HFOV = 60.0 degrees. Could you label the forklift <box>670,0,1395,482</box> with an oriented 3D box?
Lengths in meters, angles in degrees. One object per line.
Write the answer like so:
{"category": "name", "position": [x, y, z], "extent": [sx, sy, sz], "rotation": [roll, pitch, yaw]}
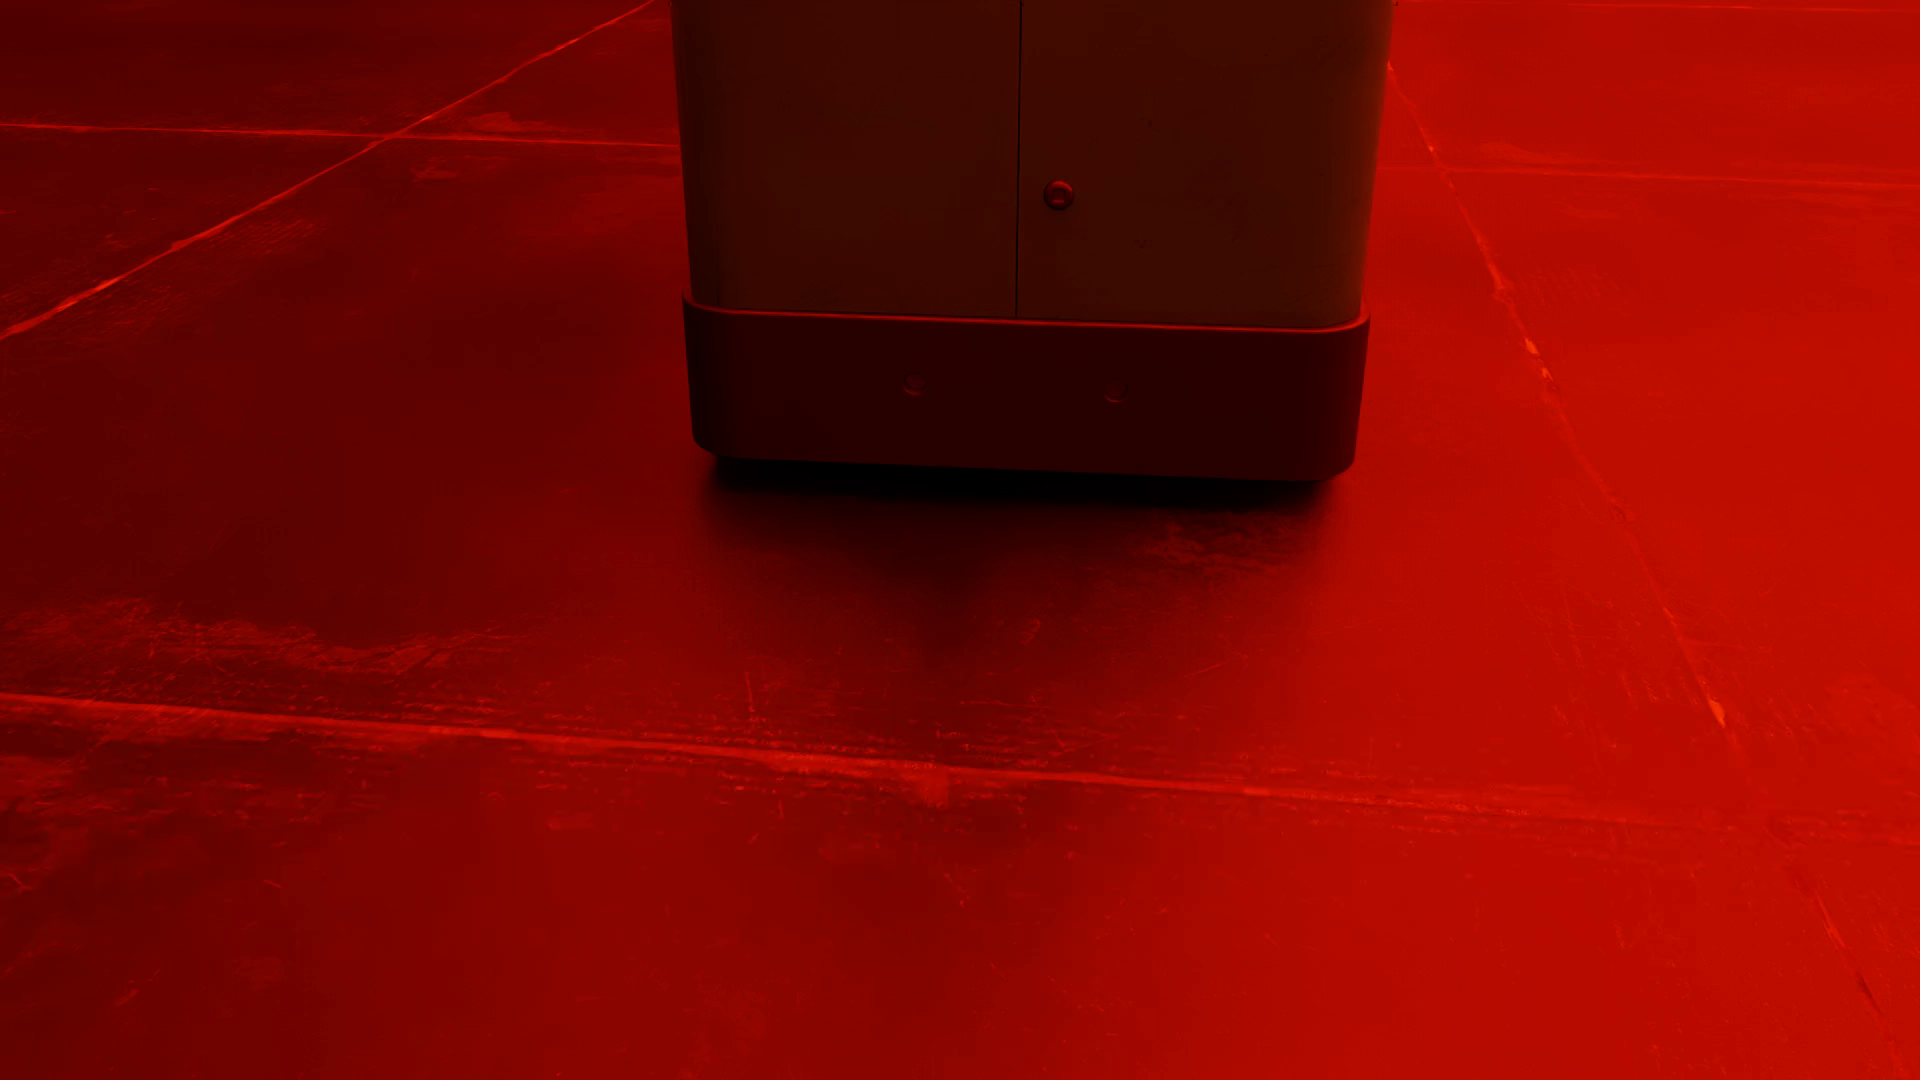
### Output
{"category": "forklift", "position": [0.236, -2.026, 3.278], "extent": [1.130, 2.935, 3.031], "rotation": [3, 27, 5]}
